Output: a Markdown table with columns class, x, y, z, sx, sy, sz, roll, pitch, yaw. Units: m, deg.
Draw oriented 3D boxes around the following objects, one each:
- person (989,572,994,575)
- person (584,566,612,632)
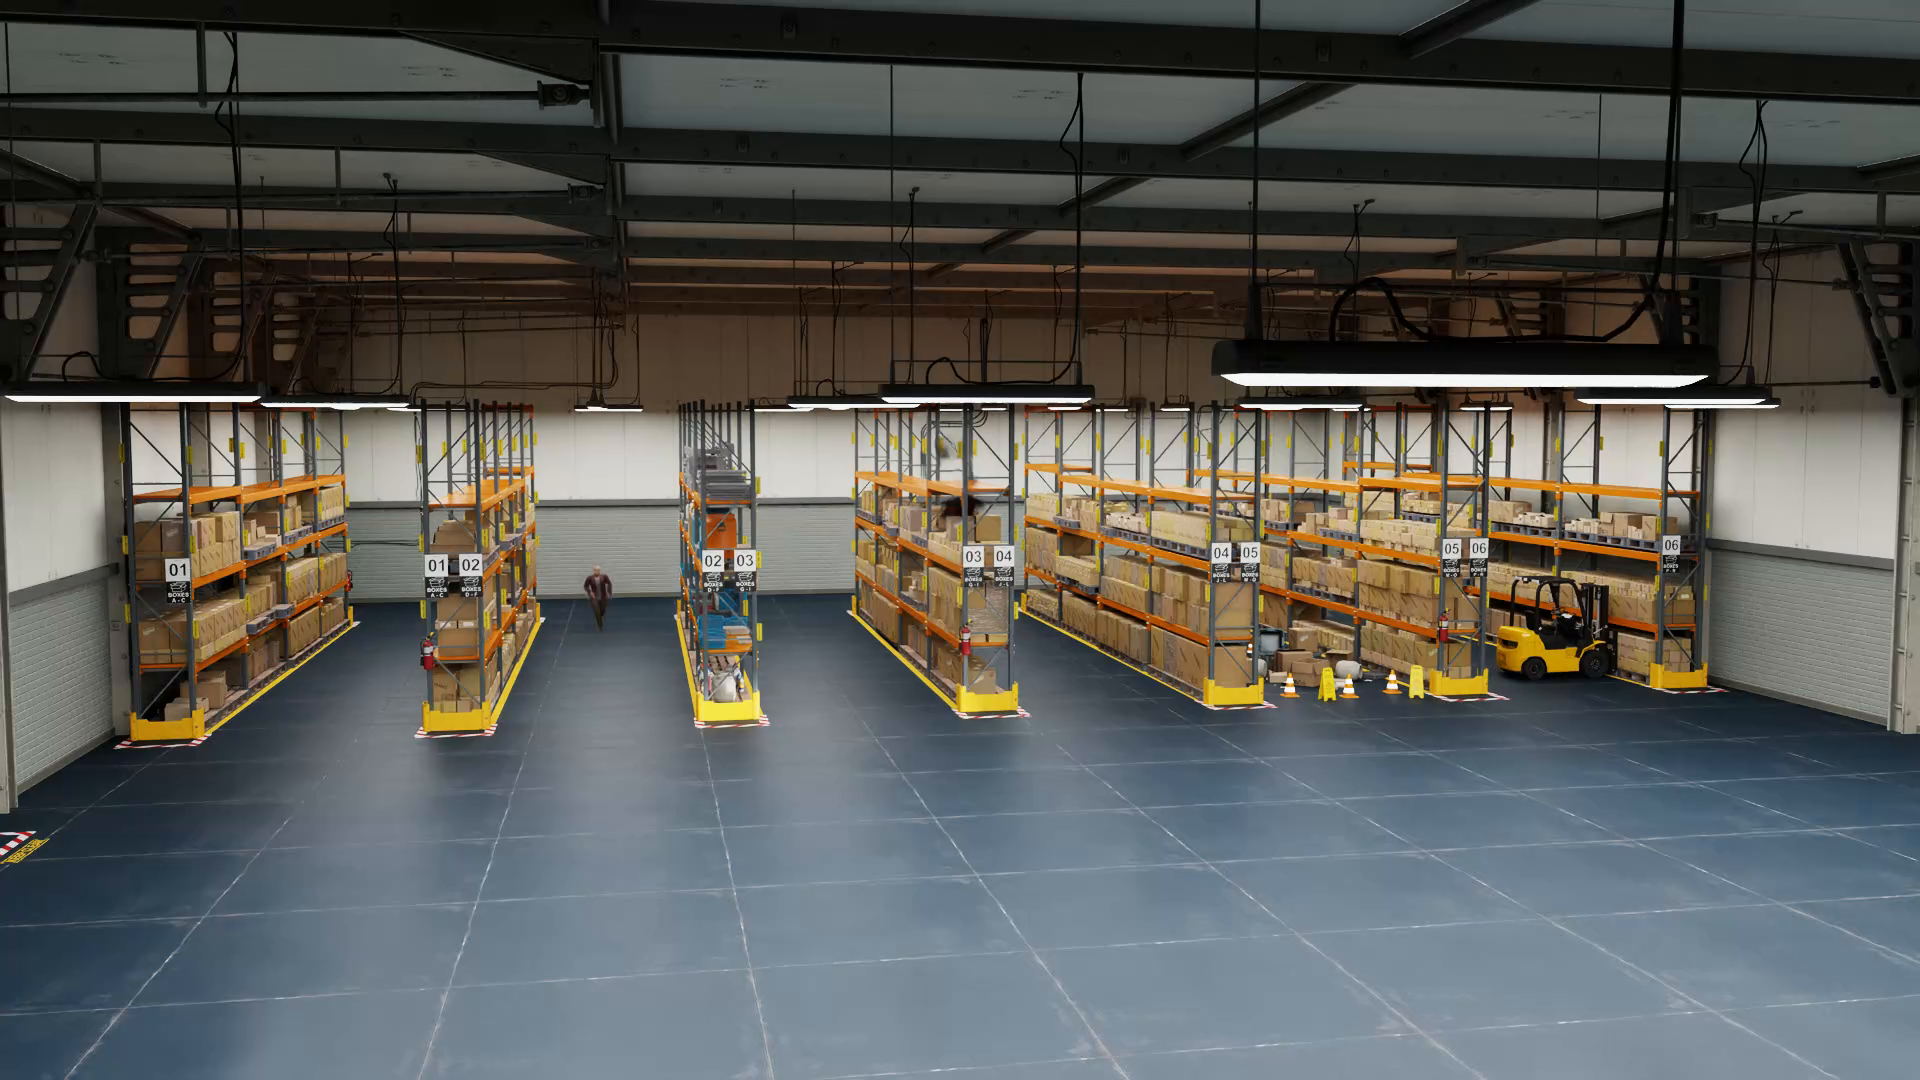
| class | x | y | z | sx | sy | sz | roll | pitch | yaw |
| --- | --- | --- | --- | --- | --- | --- | --- | --- | --- |
| person | 0.902 | 1.254 | 47.773 | 0.665 | 1.765 | 0.817 | -1 | 4 | -12 |
| person | -9.630 | 1.548 | 44.207 | 0.736 | 1.749 | 0.790 | -1 | 5 | -19 |
